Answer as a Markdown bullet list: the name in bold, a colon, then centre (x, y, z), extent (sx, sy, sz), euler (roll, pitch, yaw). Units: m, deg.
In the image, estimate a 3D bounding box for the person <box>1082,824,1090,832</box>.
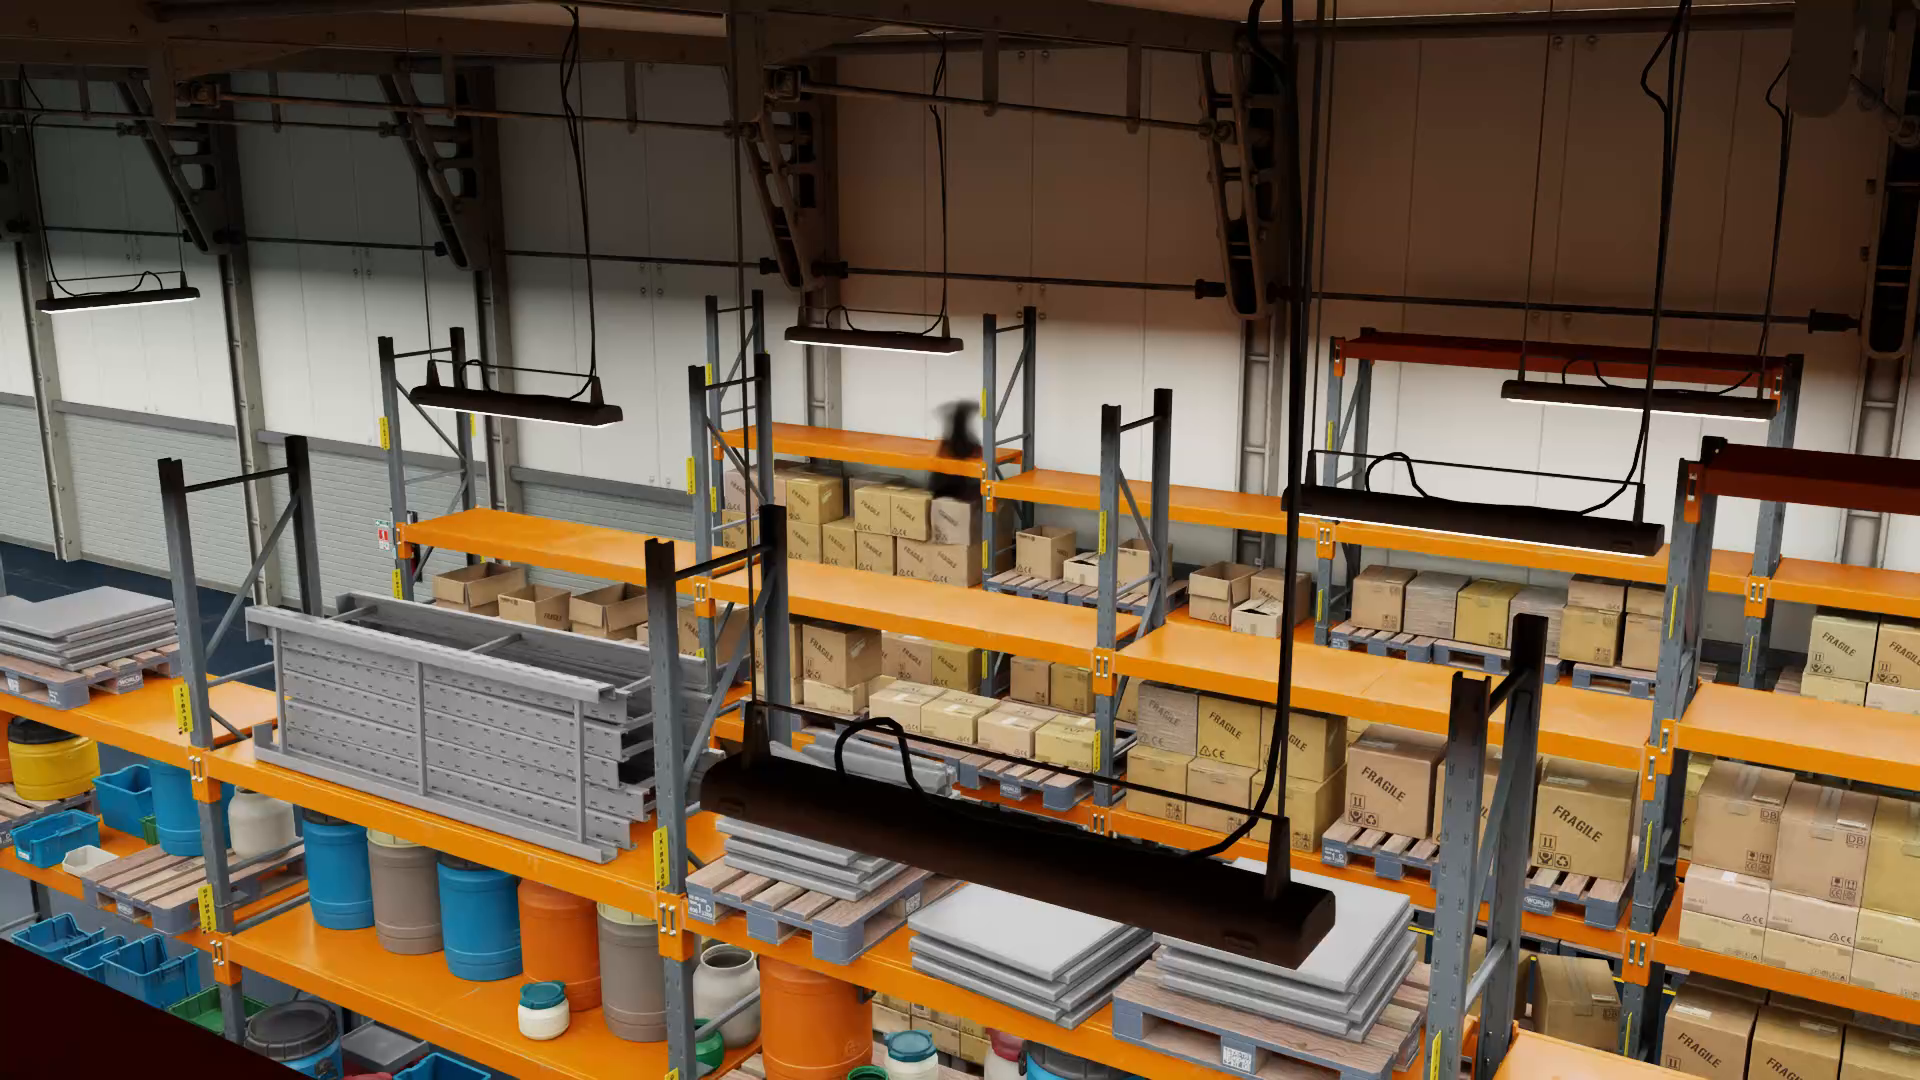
- **person**: centre (1.421, 3.432, 15.745), extent (0.826, 1.677, 0.724), euler (-6, 15, -24)
